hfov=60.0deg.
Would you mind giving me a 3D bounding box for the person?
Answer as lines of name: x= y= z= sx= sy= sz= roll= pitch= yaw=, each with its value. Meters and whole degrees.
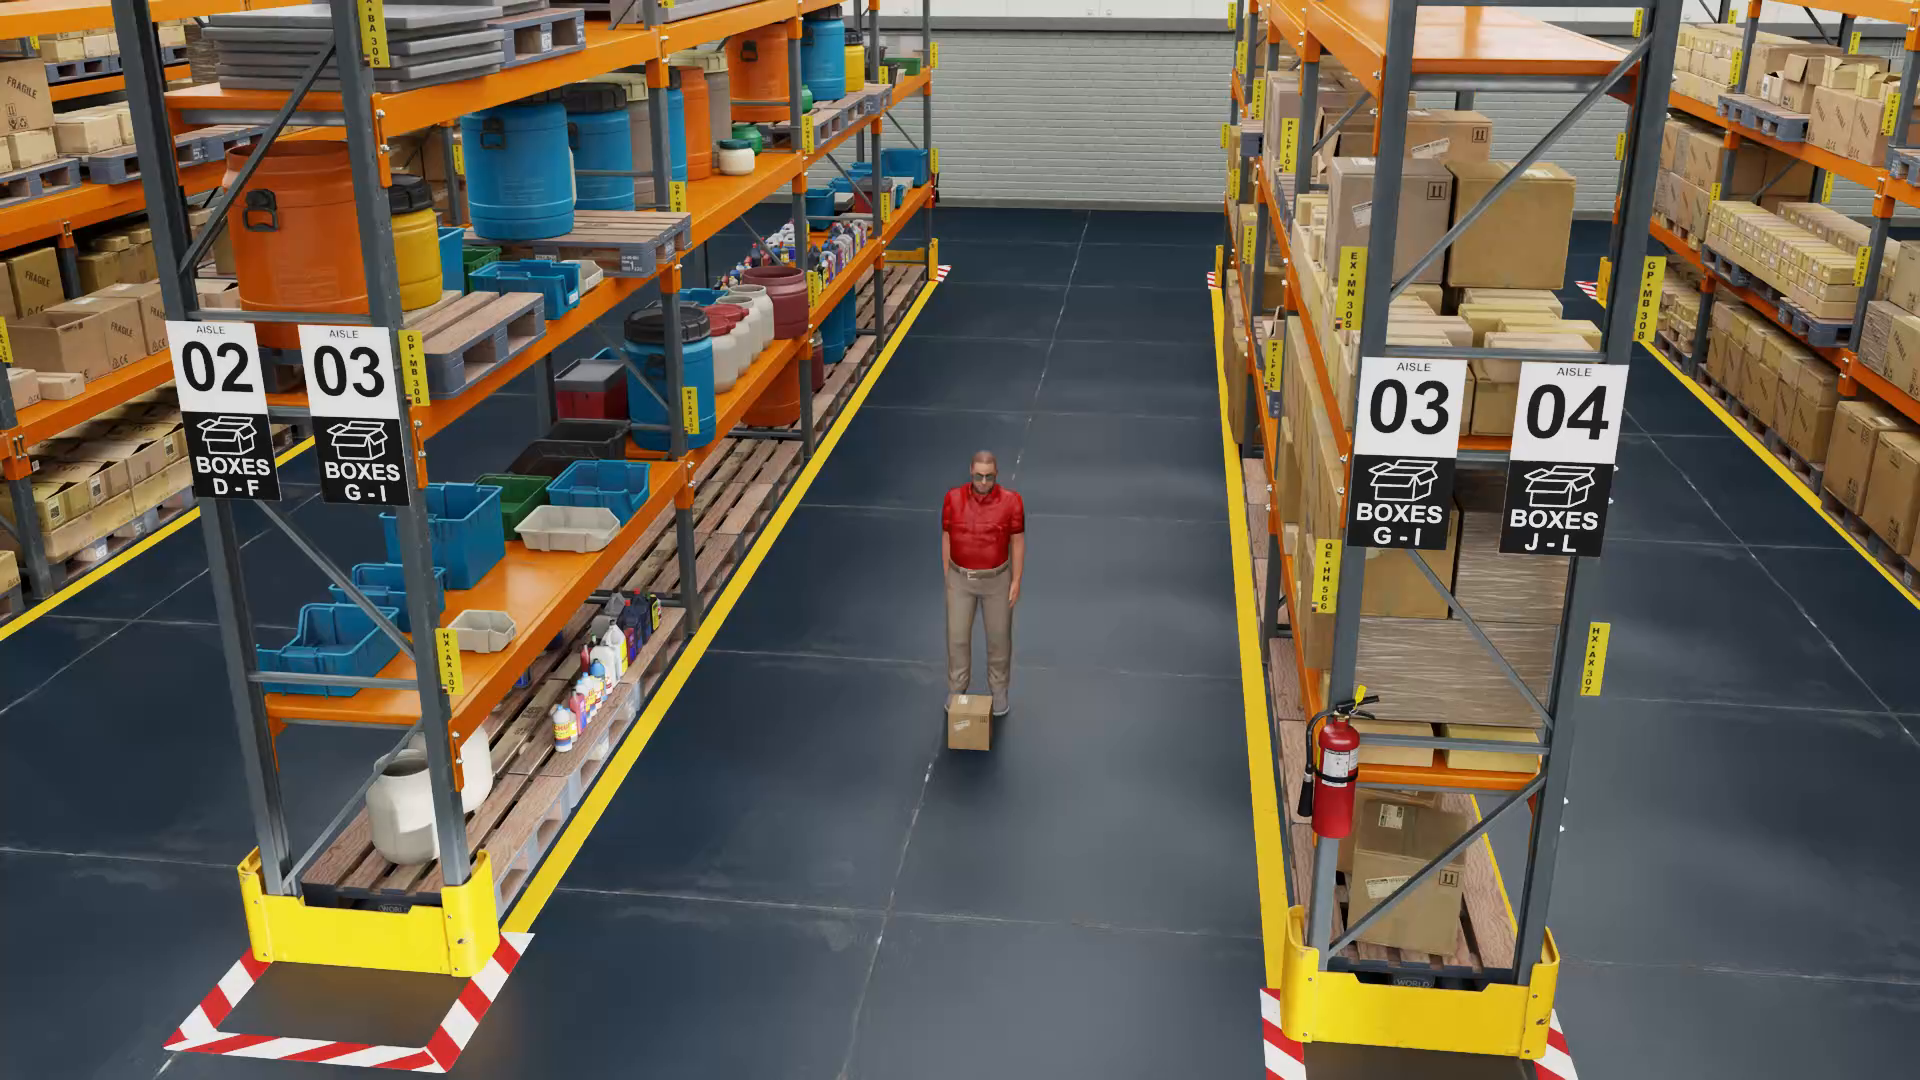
person: x=0.139 y=0.268 z=10.424 sx=0.529 sy=1.721 sz=0.359 roll=3 pitch=21 yaw=7
